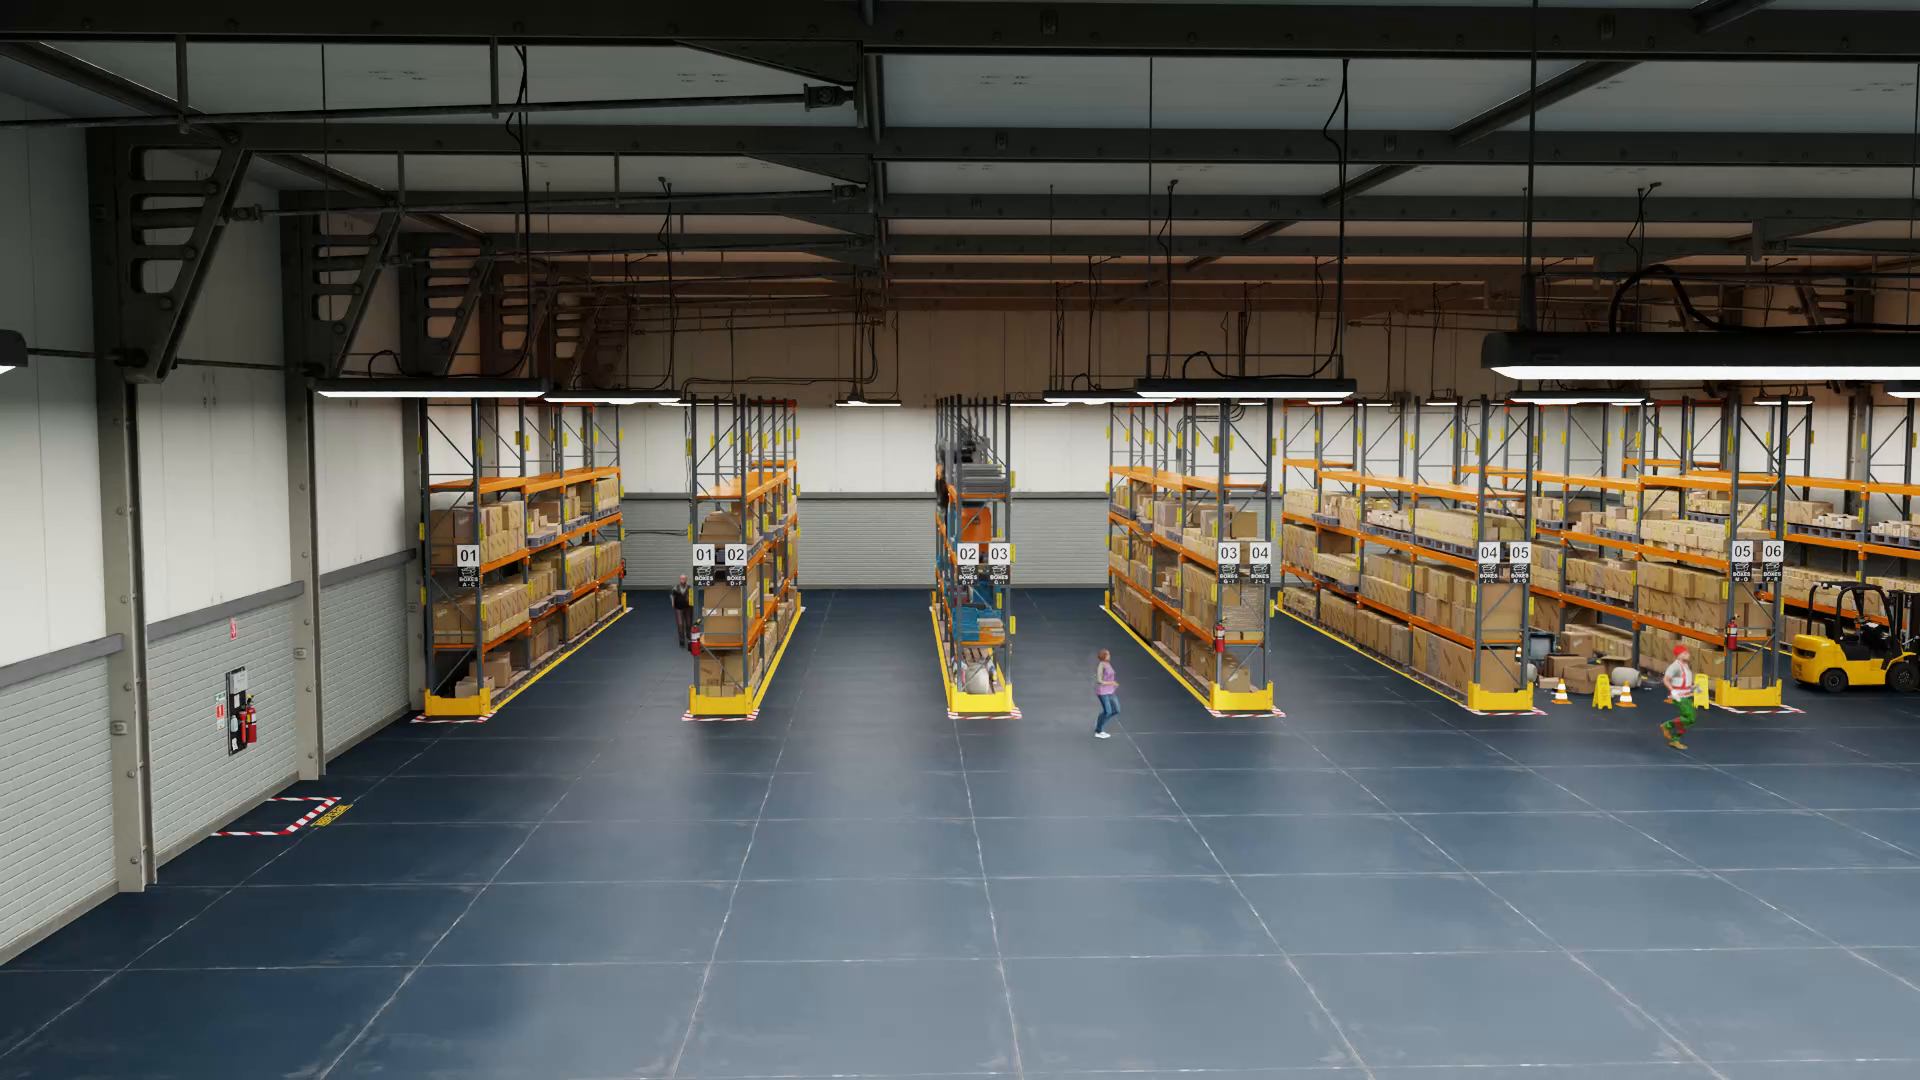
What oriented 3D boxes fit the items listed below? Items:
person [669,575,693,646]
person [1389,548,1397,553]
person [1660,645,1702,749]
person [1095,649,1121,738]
[{"bbox_3d":[-6.725,1.696,40.427,0.670,1.695,0.860,-1,5,-8],"label":"person"},{"bbox_3d":[12.910,1.025,49.151,0.973,1.666,0.544,0,4,-2],"label":"person"},{"bbox_3d":[12.186,2.652,28.092,0.591,1.748,0.666,4,6,41],"label":"person"},{"bbox_3d":[2.579,2.708,28.903,0.531,1.467,0.525,2,5,28],"label":"person"}]
